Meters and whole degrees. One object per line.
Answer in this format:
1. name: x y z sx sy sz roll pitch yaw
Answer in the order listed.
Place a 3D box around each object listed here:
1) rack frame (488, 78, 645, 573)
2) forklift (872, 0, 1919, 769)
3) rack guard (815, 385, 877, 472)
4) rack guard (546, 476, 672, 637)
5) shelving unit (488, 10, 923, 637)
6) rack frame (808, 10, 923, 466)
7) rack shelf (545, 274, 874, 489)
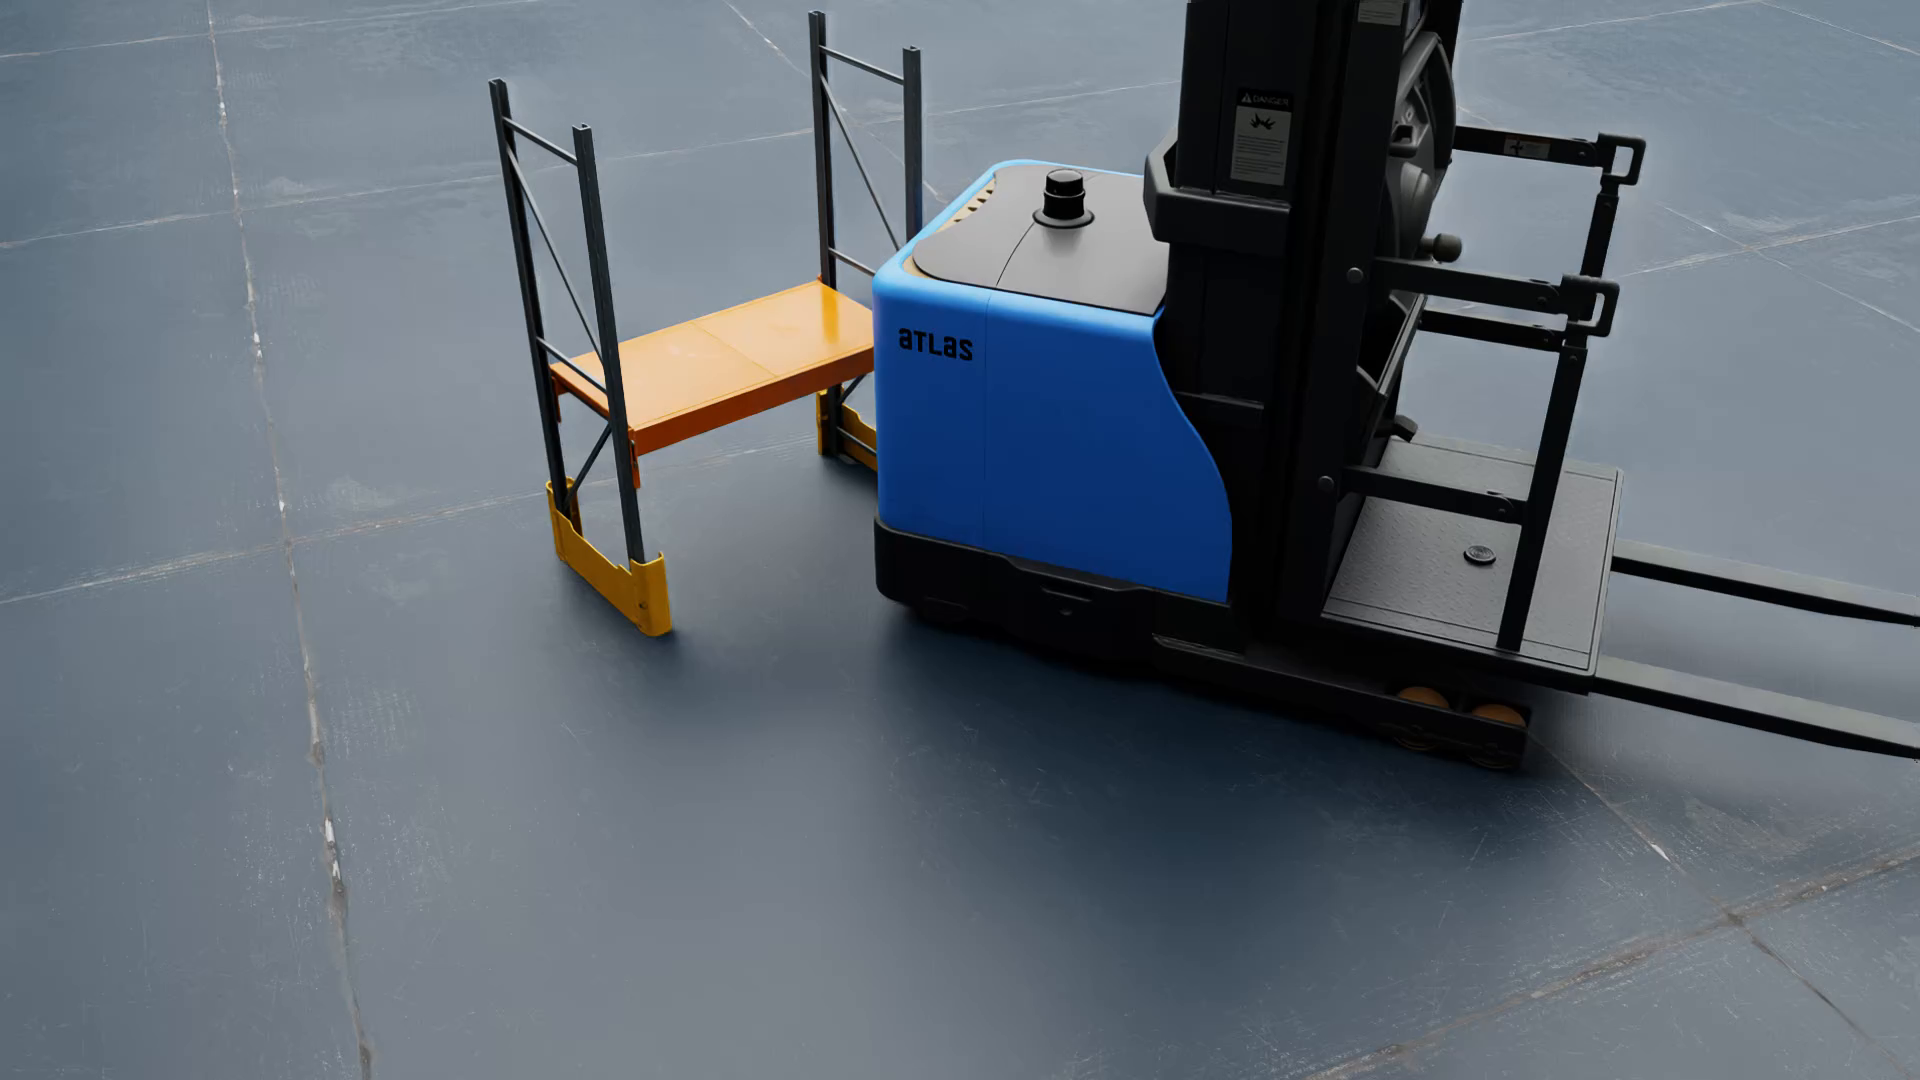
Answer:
1. rack frame: -1.065 -0.474 4.603 0.032 1.500 0.500 -24 40 -32
2. forklift: 1.319 -0.963 4.043 3.031 2.935 1.130 13 35 18
3. rack guard: -0.278 -0.300 5.482 0.087 0.250 0.587 -24 40 -32
4. rack guard: -1.050 0.043 4.954 0.087 0.250 0.587 -24 40 -32
5. shelving unit: -0.664 -0.652 4.877 1.083 1.500 0.587 -24 40 -32
6. rack frame: -0.277 -0.824 5.142 0.032 1.500 0.500 -24 40 -32
7. rack shelf: -0.671 -0.498 4.970 1.000 0.185 0.538 -24 40 -32
